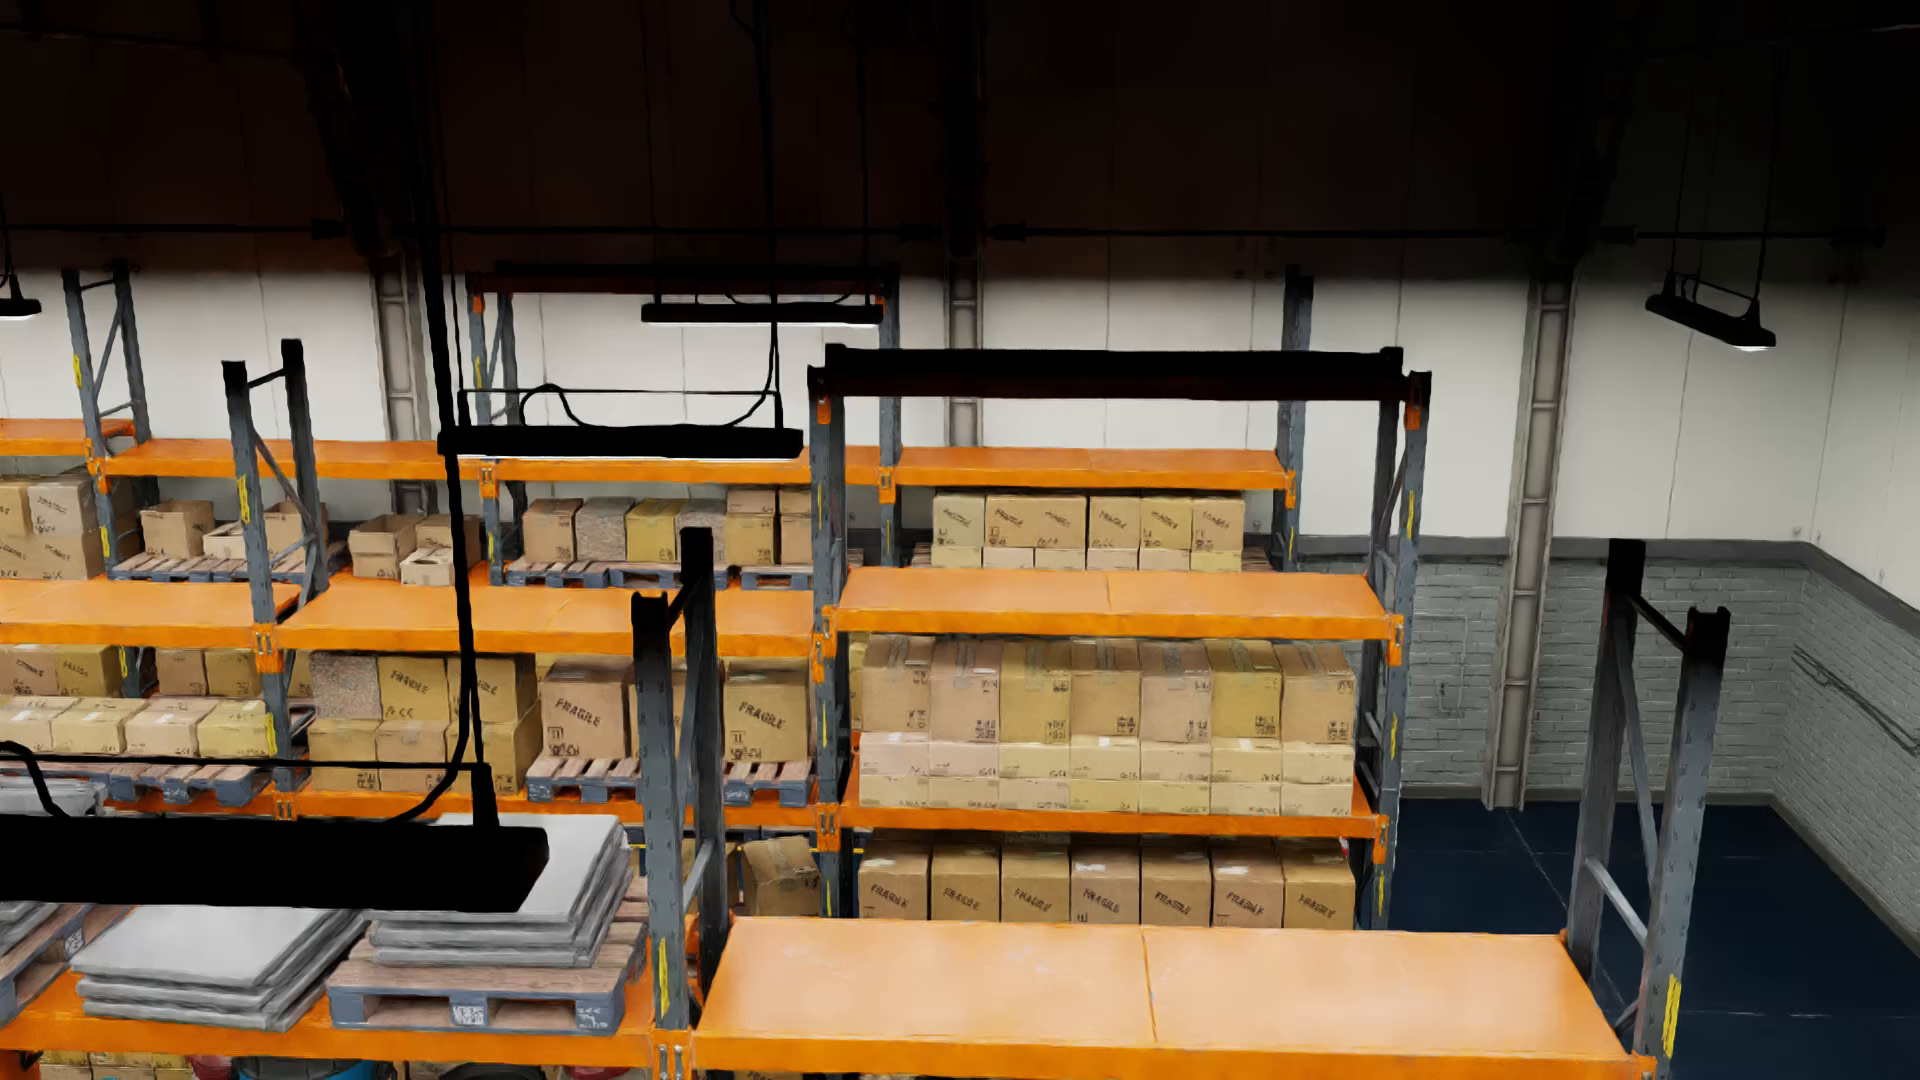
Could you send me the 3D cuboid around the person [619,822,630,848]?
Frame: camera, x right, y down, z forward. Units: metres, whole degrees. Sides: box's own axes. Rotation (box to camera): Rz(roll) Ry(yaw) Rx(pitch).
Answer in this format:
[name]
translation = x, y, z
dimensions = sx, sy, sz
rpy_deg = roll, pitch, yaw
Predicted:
[person]
translation = -3.094, 3.135, 14.889
dimensions = 1.079, 1.590, 0.488
rpy_deg = 0, 16, 0
